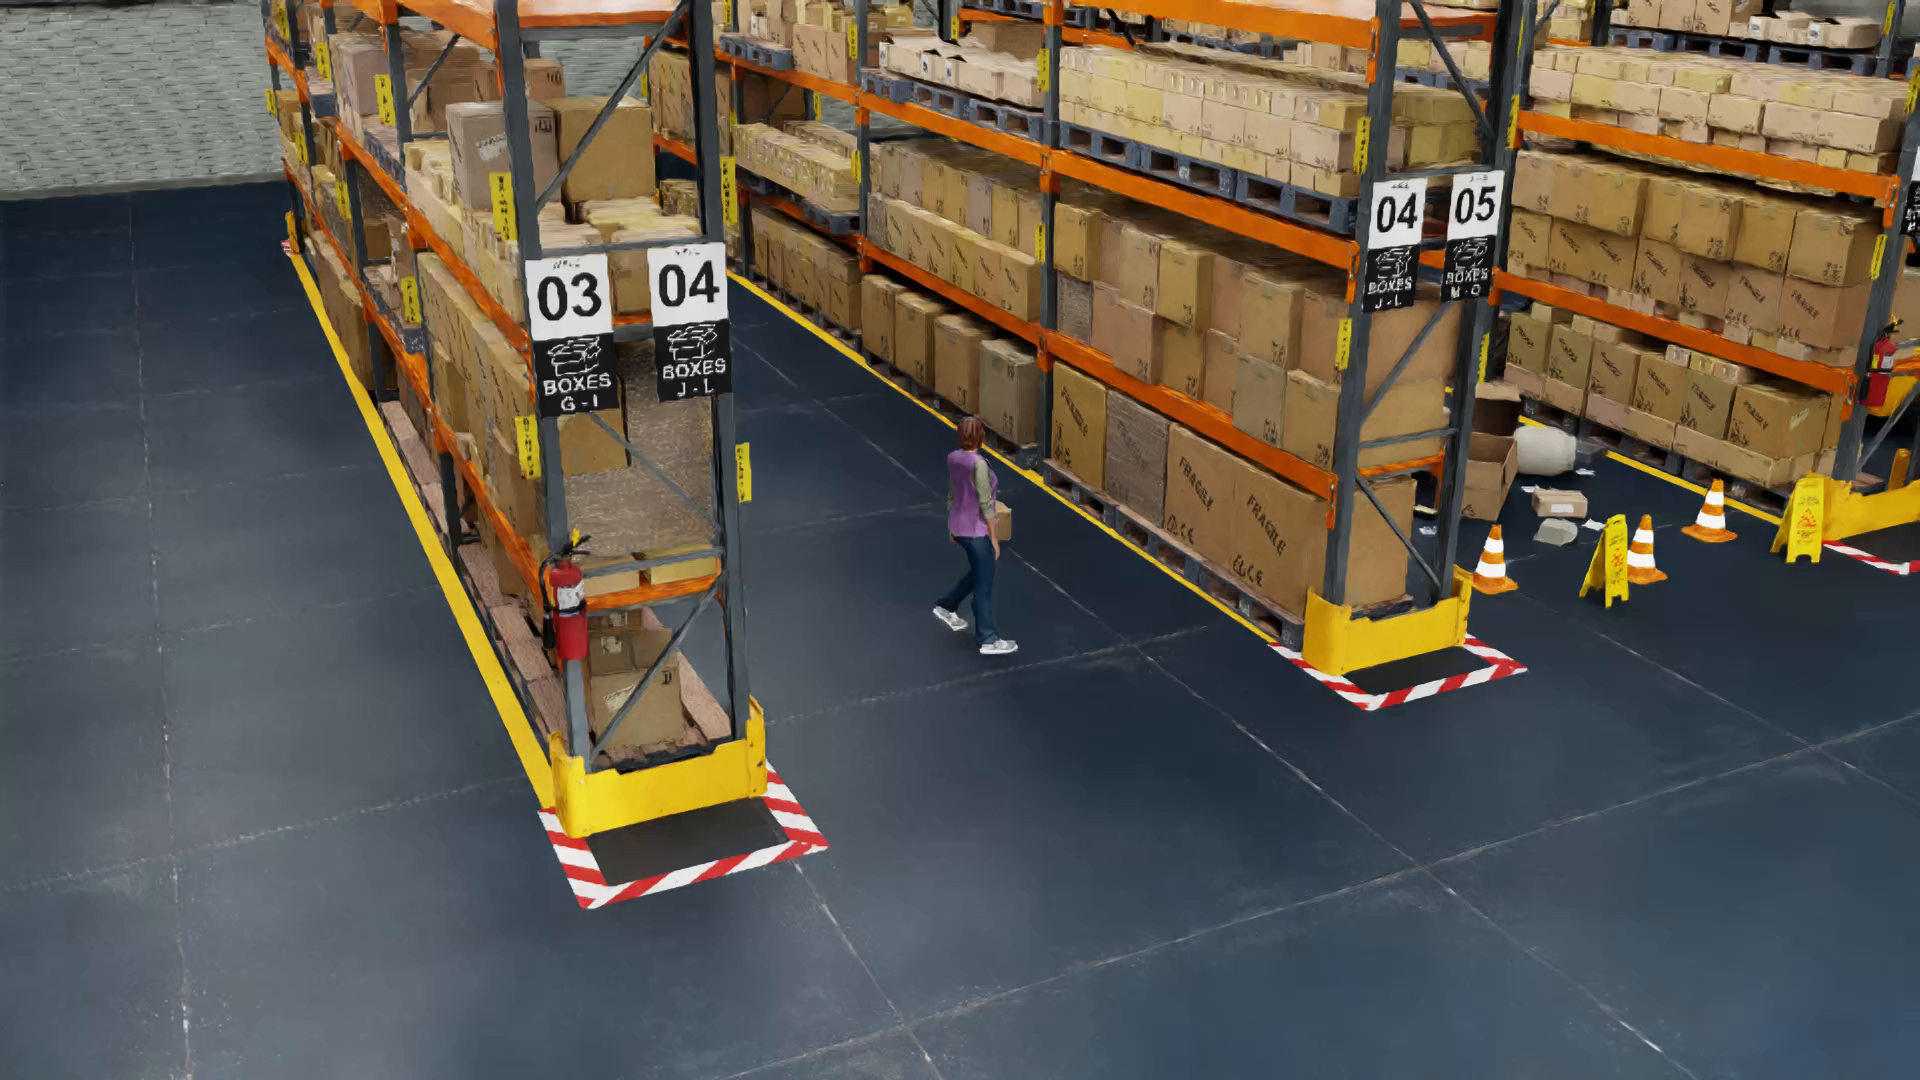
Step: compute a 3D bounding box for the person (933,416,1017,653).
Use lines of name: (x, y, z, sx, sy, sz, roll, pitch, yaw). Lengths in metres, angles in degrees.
person: (0.101, -0.035, 11.104, 0.452, 1.573, 0.551, -8, 24, -19)
